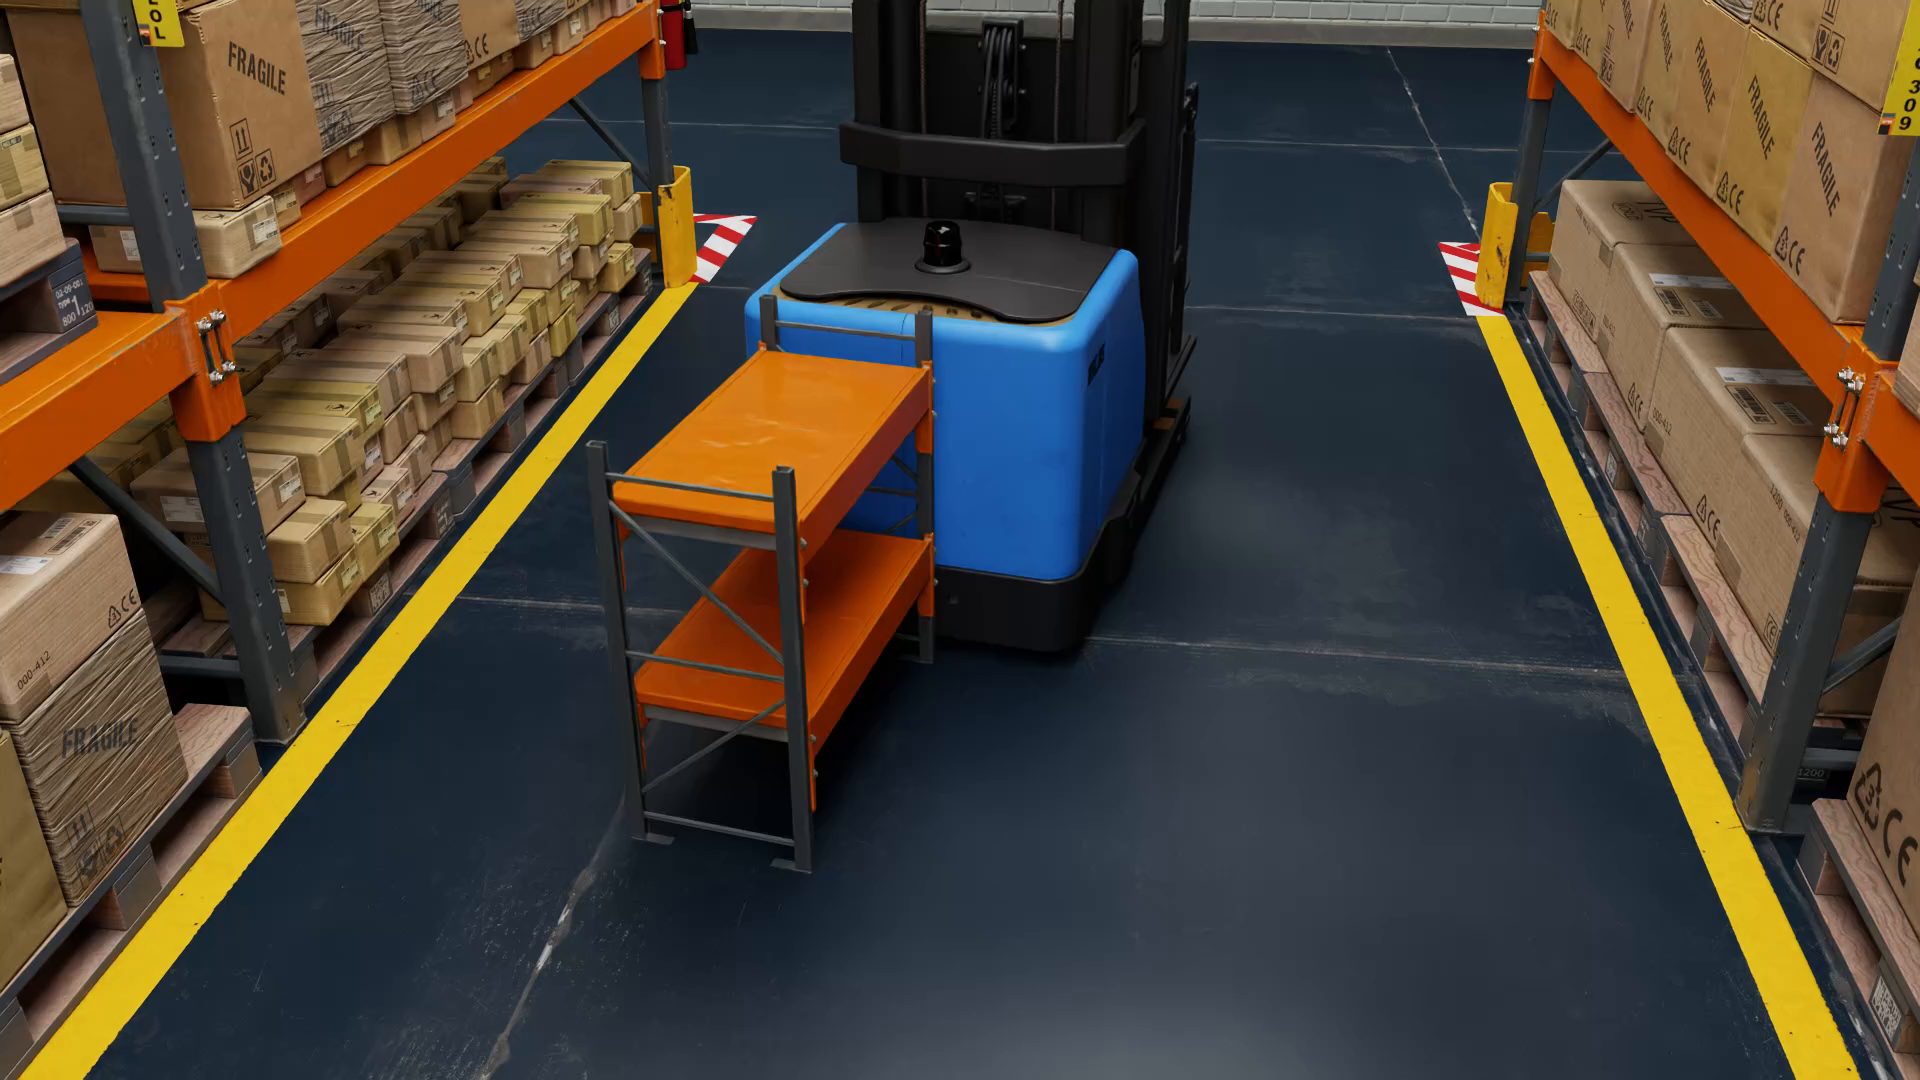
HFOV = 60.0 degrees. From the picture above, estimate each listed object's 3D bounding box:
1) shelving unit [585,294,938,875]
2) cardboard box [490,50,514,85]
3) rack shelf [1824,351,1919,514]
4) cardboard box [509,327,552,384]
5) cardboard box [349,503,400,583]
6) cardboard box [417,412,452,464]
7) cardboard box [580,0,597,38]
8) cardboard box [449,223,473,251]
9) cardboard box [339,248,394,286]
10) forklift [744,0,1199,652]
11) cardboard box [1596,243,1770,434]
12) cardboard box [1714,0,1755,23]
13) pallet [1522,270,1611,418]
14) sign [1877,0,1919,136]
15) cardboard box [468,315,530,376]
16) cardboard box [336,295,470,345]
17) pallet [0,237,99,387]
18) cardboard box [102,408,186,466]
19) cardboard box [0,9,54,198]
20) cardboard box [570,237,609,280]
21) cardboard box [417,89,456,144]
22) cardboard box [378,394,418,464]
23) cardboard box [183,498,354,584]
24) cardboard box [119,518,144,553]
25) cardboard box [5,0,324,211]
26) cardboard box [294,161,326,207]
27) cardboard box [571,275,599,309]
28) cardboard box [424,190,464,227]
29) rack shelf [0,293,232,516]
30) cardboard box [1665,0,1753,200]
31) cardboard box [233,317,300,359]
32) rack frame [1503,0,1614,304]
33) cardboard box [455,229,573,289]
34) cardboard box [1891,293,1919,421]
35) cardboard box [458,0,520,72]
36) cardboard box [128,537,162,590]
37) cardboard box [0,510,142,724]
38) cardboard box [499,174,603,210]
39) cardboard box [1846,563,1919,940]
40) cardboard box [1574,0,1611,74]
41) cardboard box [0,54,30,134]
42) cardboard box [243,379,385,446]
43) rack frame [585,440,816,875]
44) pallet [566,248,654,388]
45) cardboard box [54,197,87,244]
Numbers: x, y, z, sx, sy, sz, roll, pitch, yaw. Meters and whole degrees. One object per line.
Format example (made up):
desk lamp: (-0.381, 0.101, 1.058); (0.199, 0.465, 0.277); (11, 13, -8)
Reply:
shelving unit: (-0.463, 0.076, 4.422); (0.538, 1.125, 1.048); (8, 29, 15)
cardboard box: (-1.890, -1.797, 6.187); (0.380, 0.149, 0.250); (2, 28, 4)
rack shelf: (2.305, 0.703, 2.041); (1.077, 0.370, 4.000); (3, 28, 6)
cardboard box: (-1.831, -0.734, 6.512); (0.380, 0.149, 0.250); (4, 29, 7)
cardboard box: (-1.979, -0.003, 5.156); (0.380, 0.149, 0.250); (4, 29, 8)
cardboard box: (-2.020, -0.374, 5.845); (0.380, 0.149, 0.250); (2, 28, 4)
cardboard box: (-1.728, -2.164, 6.869); (0.380, 0.149, 0.250); (3, 28, 6)
cardboard box: (-2.236, -1.261, 7.178); (0.380, 0.149, 0.250); (4, 29, 7)
cardboard box: (-2.428, -1.022, 6.421); (0.380, 0.149, 0.250); (4, 29, 7)
forklift: (0.269, -1.638, 5.700); (1.130, 2.935, 3.031); (8, 29, 15)
cardboard box: (2.955, -0.747, 6.233); (0.875, 0.438, 0.875); (4, 29, 8)
cardboard box: (2.457, -1.756, 4.688); (0.500, 0.500, 0.500); (4, 29, 7)
pallet: (3.020, -0.830, 7.067); (1.003, 0.211, 1.213); (3, 28, 6)
sign: (1.999, -1.003, 3.453); (0.100, 0.325, 0.005); (3, 28, 6)
cardboard box: (-1.835, -0.734, 6.199); (0.380, 0.149, 0.250); (4, 29, 7)
cardboard box: (-1.980, -0.758, 5.929); (0.380, 0.149, 0.250); (2, 28, 4)
pallet: (-2.613, -0.360, 3.457); (1.003, 0.211, 1.213); (3, 28, 6)
cardboard box: (-2.598, -0.292, 5.066); (0.380, 0.149, 0.250); (4, 29, 7)
cardboard box: (-2.596, -1.214, 4.423); (0.500, 0.500, 0.500); (3, 28, 6)
cardboard box: (-1.728, -1.229, 7.119); (0.380, 0.149, 0.250); (2, 28, 4)
cardboard box: (-1.903, -1.422, 5.491); (0.380, 0.149, 0.250); (5, 29, 8)
cardboard box: (-2.041, -0.376, 5.535); (0.380, 0.149, 0.250); (2, 28, 4)
cardboard box: (-2.013, -0.008, 4.852); (0.380, 0.149, 0.250); (5, 29, 9)
cardboard box: (-2.652, -0.023, 4.879); (0.380, 0.149, 0.250); (4, 29, 7)
cardboard box: (-2.064, -1.189, 4.375); (0.500, 0.500, 0.500); (3, 28, 5)
cardboard box: (-2.077, -1.054, 4.808); (0.380, 0.149, 0.250); (2, 28, 4)
cardboard box: (-1.791, -1.102, 7.196); (0.380, 0.149, 0.250); (3, 28, 6)
cardboard box: (-2.359, -1.395, 7.113); (0.380, 0.149, 0.250); (3, 28, 6)
rack shelf: (-2.620, 0.463, 2.487); (1.077, 0.370, 4.000); (3, 28, 6)
cardboard box: (2.458, -1.313, 4.918); (0.500, 0.500, 0.500); (3, 28, 5)
cardboard box: (-2.524, -0.660, 5.749); (0.380, 0.149, 0.250); (2, 28, 4)
rack frame: (3.040, -2.438, 7.113); (1.000, 3.000, 0.127); (3, 28, 6)
cardboard box: (-1.764, -1.114, 6.591); (0.380, 0.149, 0.250); (4, 29, 8)
cardboard box: (2.234, -0.298, 3.298); (0.500, 0.250, 0.500); (3, 28, 5)
cardboard box: (-1.877, -1.911, 5.716); (0.500, 0.500, 0.500); (5, 29, 9)
cardboard box: (-2.665, 0.070, 5.020); (0.380, 0.149, 0.250); (4, 29, 7)
cardboard box: (-2.216, 0.155, 3.701); (0.500, 0.250, 0.500); (3, 28, 5)
cardboard box: (-1.786, -1.491, 7.291); (0.380, 0.149, 0.250); (4, 29, 7)
cardboard box: (2.553, 0.492, 3.472); (0.875, 0.875, 0.875); (4, 29, 8)
cardboard box: (2.662, -2.033, 6.256); (0.500, 0.500, 0.500); (3, 28, 5)
cardboard box: (-2.231, -0.931, 3.511); (0.380, 0.149, 0.250); (5, 29, 9)
cardboard box: (-2.053, -0.385, 5.238); (0.380, 0.149, 0.250); (3, 28, 5)
rack frame: (-0.609, 0.307, 3.994); (0.500, 1.125, 0.032); (8, 29, 15)
pallet: (-2.029, -1.035, 7.448); (1.003, 0.211, 1.213); (3, 28, 6)
cardboard box: (-2.573, -0.833, 4.398); (0.380, 0.149, 0.250); (3, 28, 6)
